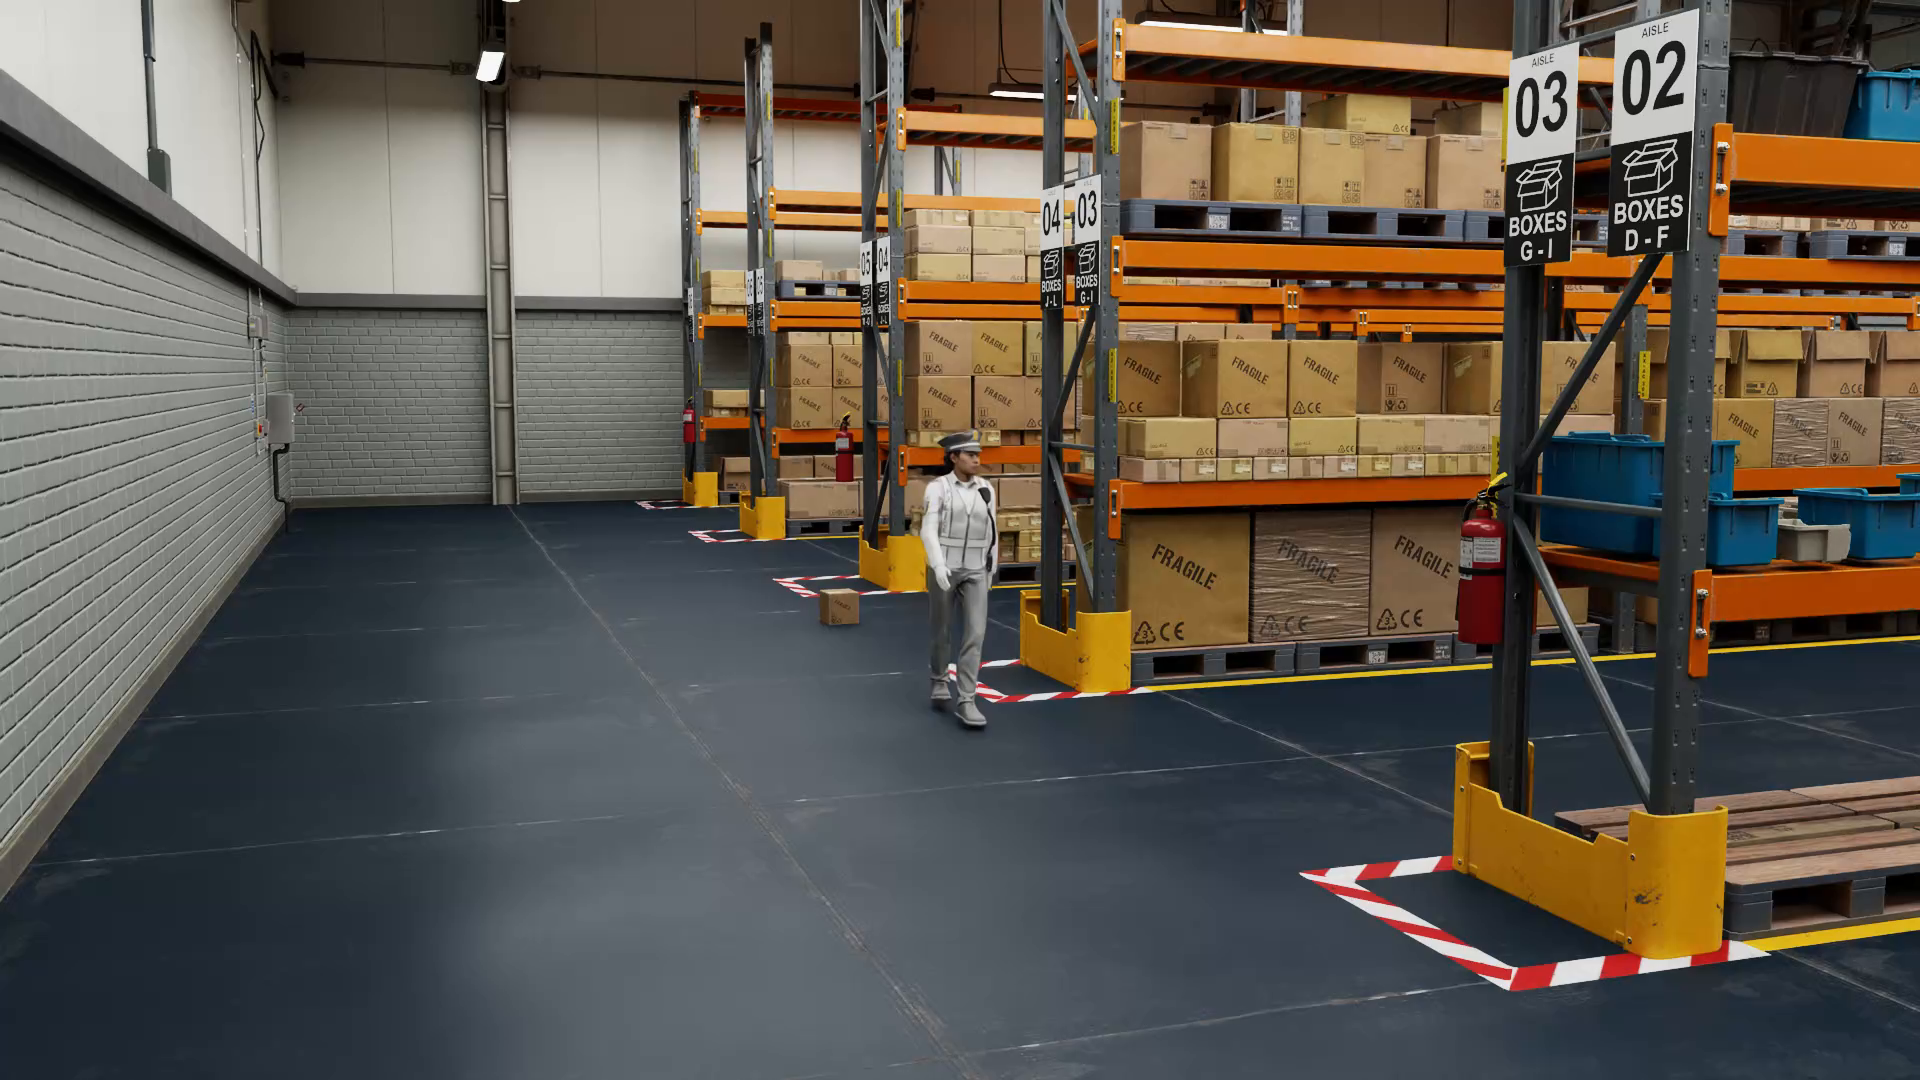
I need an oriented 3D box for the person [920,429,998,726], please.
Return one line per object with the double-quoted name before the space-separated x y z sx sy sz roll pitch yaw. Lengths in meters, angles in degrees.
"person" 0.009 0.186 9.603 0.502 1.651 0.861 -1 6 -14
